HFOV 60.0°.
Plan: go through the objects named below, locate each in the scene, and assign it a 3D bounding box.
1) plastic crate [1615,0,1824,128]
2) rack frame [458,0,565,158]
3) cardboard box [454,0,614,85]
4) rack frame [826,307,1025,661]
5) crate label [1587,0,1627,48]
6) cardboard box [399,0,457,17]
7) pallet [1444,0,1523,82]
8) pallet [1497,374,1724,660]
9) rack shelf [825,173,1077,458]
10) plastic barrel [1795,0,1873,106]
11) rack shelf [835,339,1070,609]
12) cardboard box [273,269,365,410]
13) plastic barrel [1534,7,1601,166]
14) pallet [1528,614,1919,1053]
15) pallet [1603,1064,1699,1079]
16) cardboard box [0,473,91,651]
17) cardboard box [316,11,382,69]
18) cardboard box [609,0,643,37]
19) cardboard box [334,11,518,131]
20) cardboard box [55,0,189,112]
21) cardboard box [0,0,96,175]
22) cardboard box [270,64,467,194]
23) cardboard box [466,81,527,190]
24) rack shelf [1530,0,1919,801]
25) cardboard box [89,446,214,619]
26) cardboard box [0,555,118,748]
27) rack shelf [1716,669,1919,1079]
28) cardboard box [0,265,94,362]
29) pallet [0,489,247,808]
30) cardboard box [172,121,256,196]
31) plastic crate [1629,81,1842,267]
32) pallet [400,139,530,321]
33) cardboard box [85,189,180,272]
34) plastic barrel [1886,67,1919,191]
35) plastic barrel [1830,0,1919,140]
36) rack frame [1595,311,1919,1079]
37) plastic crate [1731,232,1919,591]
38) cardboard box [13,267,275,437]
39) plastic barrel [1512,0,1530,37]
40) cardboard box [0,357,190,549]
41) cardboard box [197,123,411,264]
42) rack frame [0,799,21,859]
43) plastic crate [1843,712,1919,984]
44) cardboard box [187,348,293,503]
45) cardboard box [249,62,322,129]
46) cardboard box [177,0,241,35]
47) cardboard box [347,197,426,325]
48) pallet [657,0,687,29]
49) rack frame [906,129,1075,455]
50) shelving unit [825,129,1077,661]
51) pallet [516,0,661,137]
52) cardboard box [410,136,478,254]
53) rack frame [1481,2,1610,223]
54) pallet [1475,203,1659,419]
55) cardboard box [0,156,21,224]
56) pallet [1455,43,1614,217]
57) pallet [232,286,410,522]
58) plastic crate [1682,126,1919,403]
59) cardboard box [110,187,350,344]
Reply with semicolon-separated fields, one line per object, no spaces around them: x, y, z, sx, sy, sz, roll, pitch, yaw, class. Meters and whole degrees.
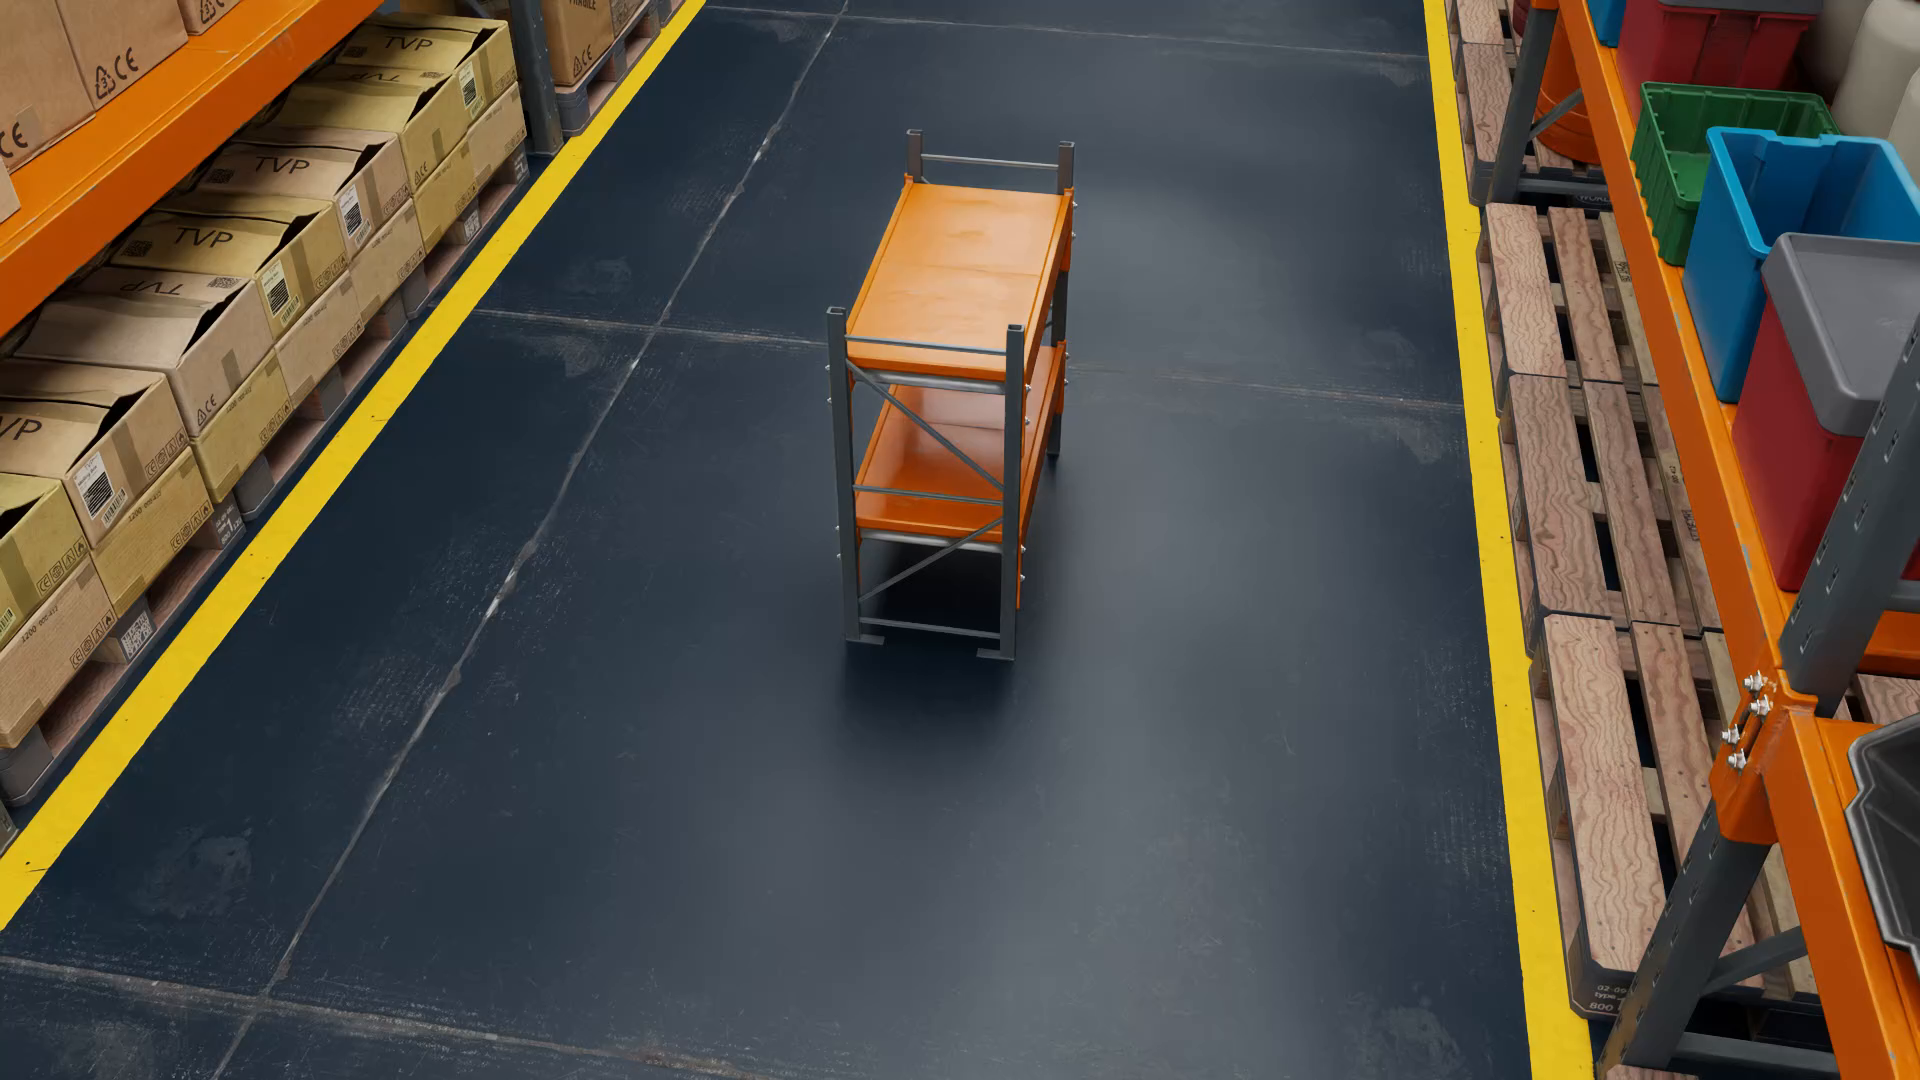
2.043;-1.415;4.558;0.402;0.464;0.583;6;40;8;plastic crate
-2.254;-2.920;6.427;1.000;3.000;0.127;6;40;8;rack frame
-1.894;-2.380;7.391;0.500;0.500;0.500;8;40;10;cardboard box
-0.087;-0.119;4.511;0.500;1.125;0.032;6;40;8;rack frame
2.186;-1.791;5.034;0.502;0.435;0.616;6;40;8;crate label
-2.324;-2.739;7.825;0.500;0.500;0.500;8;40;9;cardboard box
2.933;-2.559;8.180;1.003;0.211;1.213;6;40;8;pallet
2.238;-0.051;5.146;1.003;0.211;1.213;6;40;8;pallet
0.001;-0.663;4.710;0.538;0.278;1.000;6;40;8;rack shelf
2.583;-1.481;4.599;0.421;0.512;0.421;0;40;0;plastic barrel
0.001;-0.249;5.053;0.538;0.278;1.000;6;40;8;rack shelf
-2.367;-0.702;5.574;0.500;0.250;0.500;7;40;9;cardboard box
2.692;-2.005;6.695;0.600;0.830;0.708;6;40;8;plastic barrel
2.029;0.717;4.217;1.003;0.211;1.213;6;40;8;pallet
1.774;1.631;3.112;1.003;0.211;1.213;6;40;8;pallet
-2.629;0.041;4.235;0.500;0.311;0.500;7;40;8;cardboard box
-2.634;-1.942;6.633;0.500;0.311;0.500;8;40;9;cardboard box
-1.809;-2.709;7.789;0.500;0.500;0.500;5;40;6;cardboard box
-2.102;-1.882;6.560;0.500;0.311;0.500;7;40;9;cardboard box
-2.620;-1.573;4.720;0.500;0.500;0.500;6;40;8;cardboard box
-2.706;-1.259;4.340;0.500;0.500;0.500;9;40;11;cardboard box
-2.186;-1.555;6.165;0.500;0.311;0.500;6;40;7;cardboard box
-2.105;-1.665;6.738;0.500;0.250;0.500;7;40;9;cardboard box
2.278;-0.839;4.475;1.077;0.370;4.000;6;40;8;rack shelf
-2.543;-0.058;4.794;0.500;0.250;0.500;7;40;9;cardboard box
-2.633;0.263;4.406;0.500;0.250;0.500;5;40;7;cardboard box
1.586;1.672;1.439;1.077;0.370;4.000;6;40;8;rack shelf
-2.986;-0.653;5.075;0.500;0.311;0.500;6;40;8;cardboard box
-2.857;0.199;4.844;1.003;0.211;1.213;6;40;8;pallet
-2.807;-1.291;5.846;0.500;0.311;0.500;5;40;6;cardboard box
1.955;-0.903;4.155;0.450;0.188;0.662;6;40;8;plastic crate
-2.435;-1.333;6.696;1.003;0.211;1.213;6;40;8;pallet
-2.895;-0.968;5.455;0.500;0.311;0.500;6;40;7;cardboard box
2.440;-0.950;3.938;0.433;0.535;0.433;0;40;0;plastic barrel
2.515;-1.221;4.267;0.433;0.535;0.433;0;40;0;plastic barrel
1.932;0.139;2.728;1.000;3.000;0.127;6;40;8;rack frame
1.714;-0.223;3.115;0.402;0.464;0.583;6;40;8;plastic crate
-2.449;-0.598;5.007;0.500;0.311;0.500;5;40;6;cardboard box
2.887;-2.621;7.629;0.600;0.588;0.708;6;40;8;plastic barrel
-2.538;-0.273;4.614;0.500;0.311;0.500;6;40;7;cardboard box
-2.276;-1.239;5.782;0.500;0.311;0.500;6;40;7;cardboard box
-2.946;-0.409;3.391;1.000;3.000;0.127;6;40;8;rack frame
1.716;0.478;2.367;0.767;0.338;0.504;6;40;8;plastic crate
-2.456;-0.383;5.188;0.500;0.250;0.500;5;40;6;cardboard box
-2.717;-1.611;6.233;0.500;0.311;0.500;5;40;7;cardboard box
-2.528;-1.903;5.120;0.500;0.500;0.500;4;40;5;cardboard box
-2.281;-1.025;5.965;0.500;0.250;0.500;7;40;9;cardboard box
-1.874;-3.073;8.801;1.003;0.211;1.213;6;40;8;pallet
0.089;-0.757;5.283;0.500;1.125;0.032;6;40;8;rack frame
0.001;-0.438;4.897;0.538;1.125;1.048;6;40;8;shelving unit
-2.088;-2.309;7.877;1.003;0.211;1.213;6;40;8;pallet
-2.191;-1.341;6.346;0.500;0.250;0.500;6;40;7;cardboard box
2.624;-2.371;5.764;1.000;3.000;0.127;6;40;8;rack frame
2.452;-0.814;6.069;1.003;0.211;1.213;6;40;8;pallet
-2.592;-0.846;4.116;0.380;0.149;0.250;6;40;8;cardboard box
2.719;-1.796;7.256;1.003;0.211;1.213;6;40;8;pallet
-2.648;-0.569;5.773;1.003;0.211;1.213;6;40;8;pallet
1.816;-0.581;3.611;0.392;0.384;0.575;6;40;8;plastic crate
-2.365;-0.924;5.402;0.500;0.311;0.500;7;40;9;cardboard box
